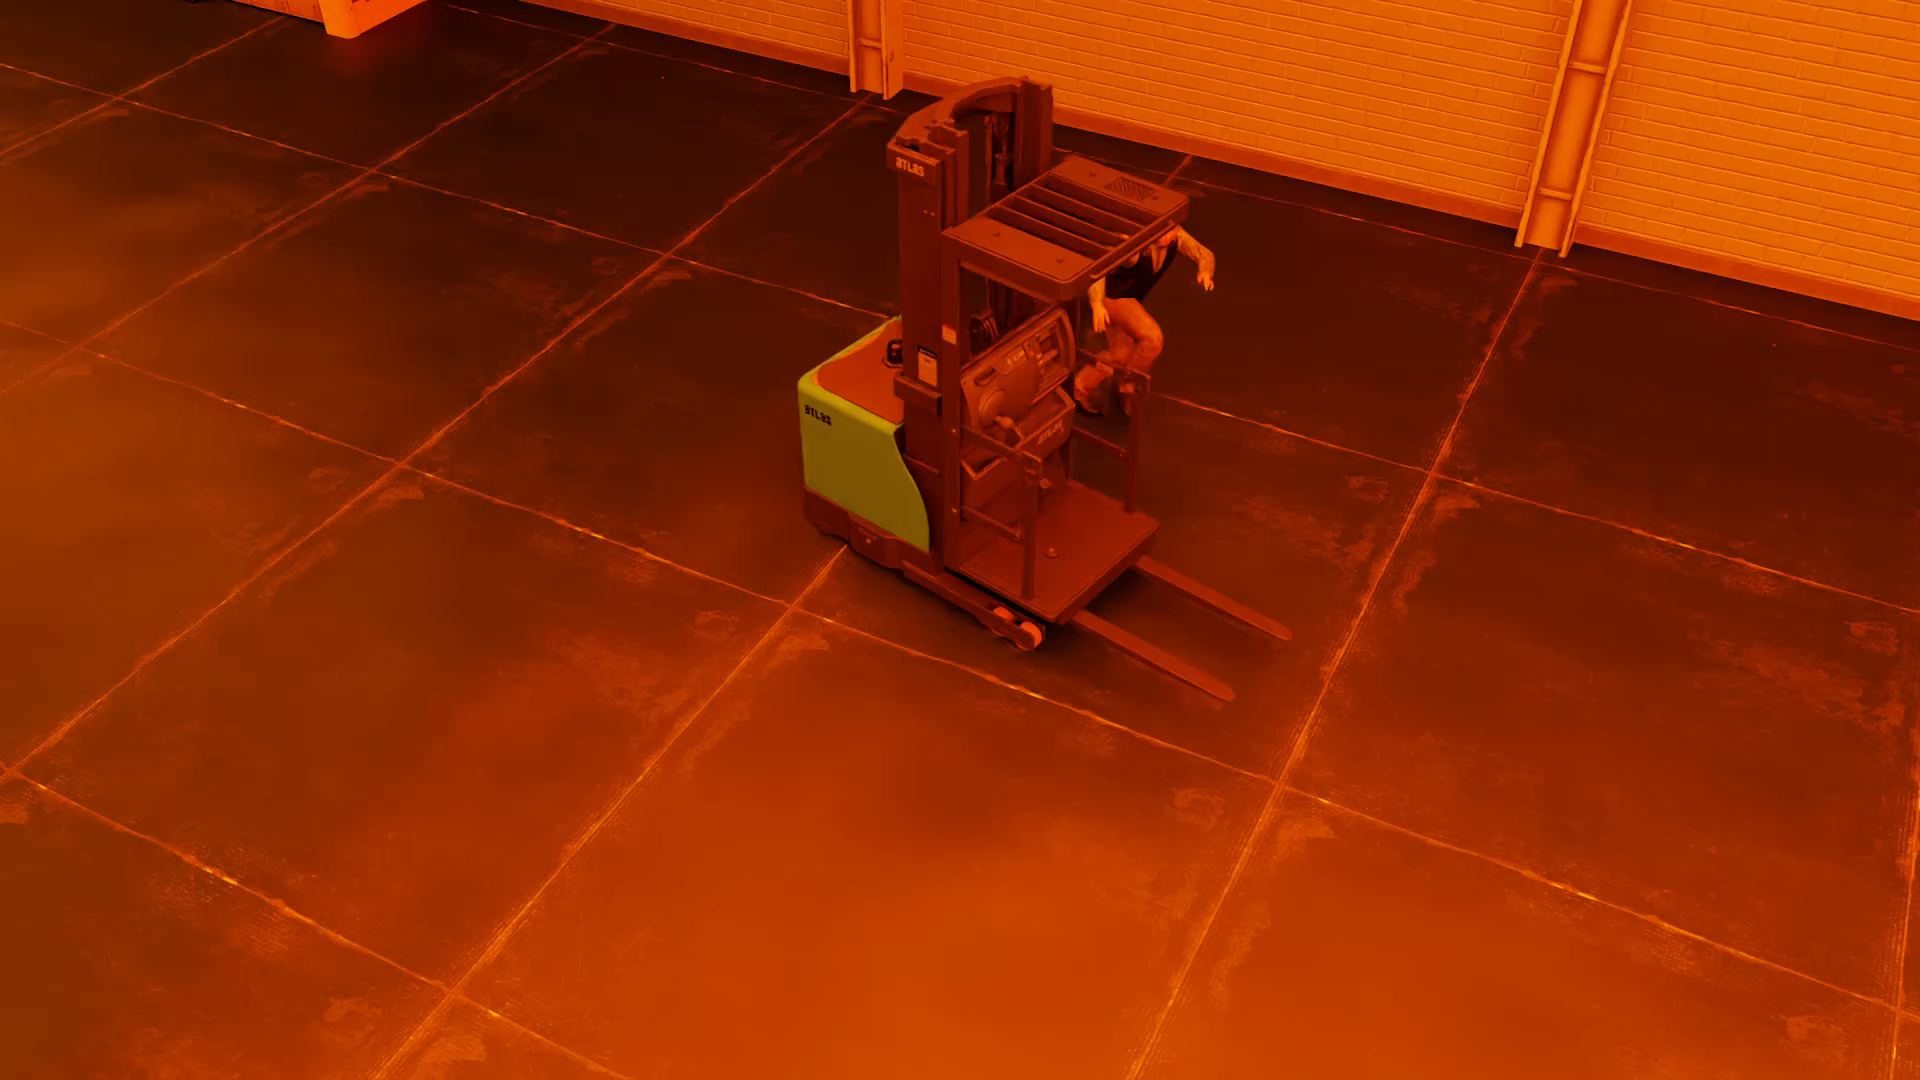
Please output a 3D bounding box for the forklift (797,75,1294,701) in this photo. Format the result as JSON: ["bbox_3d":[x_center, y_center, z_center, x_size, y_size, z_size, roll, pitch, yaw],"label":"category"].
[{"bbox_3d":[0.487,-0.876,9.026,3.031,2.935,1.130,28,47,29],"label":"forklift"}]

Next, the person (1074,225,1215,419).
[{"bbox_3d":[1.179,-1.492,10.886,0.876,1.492,0.960,29,48,30],"label":"person"}]
